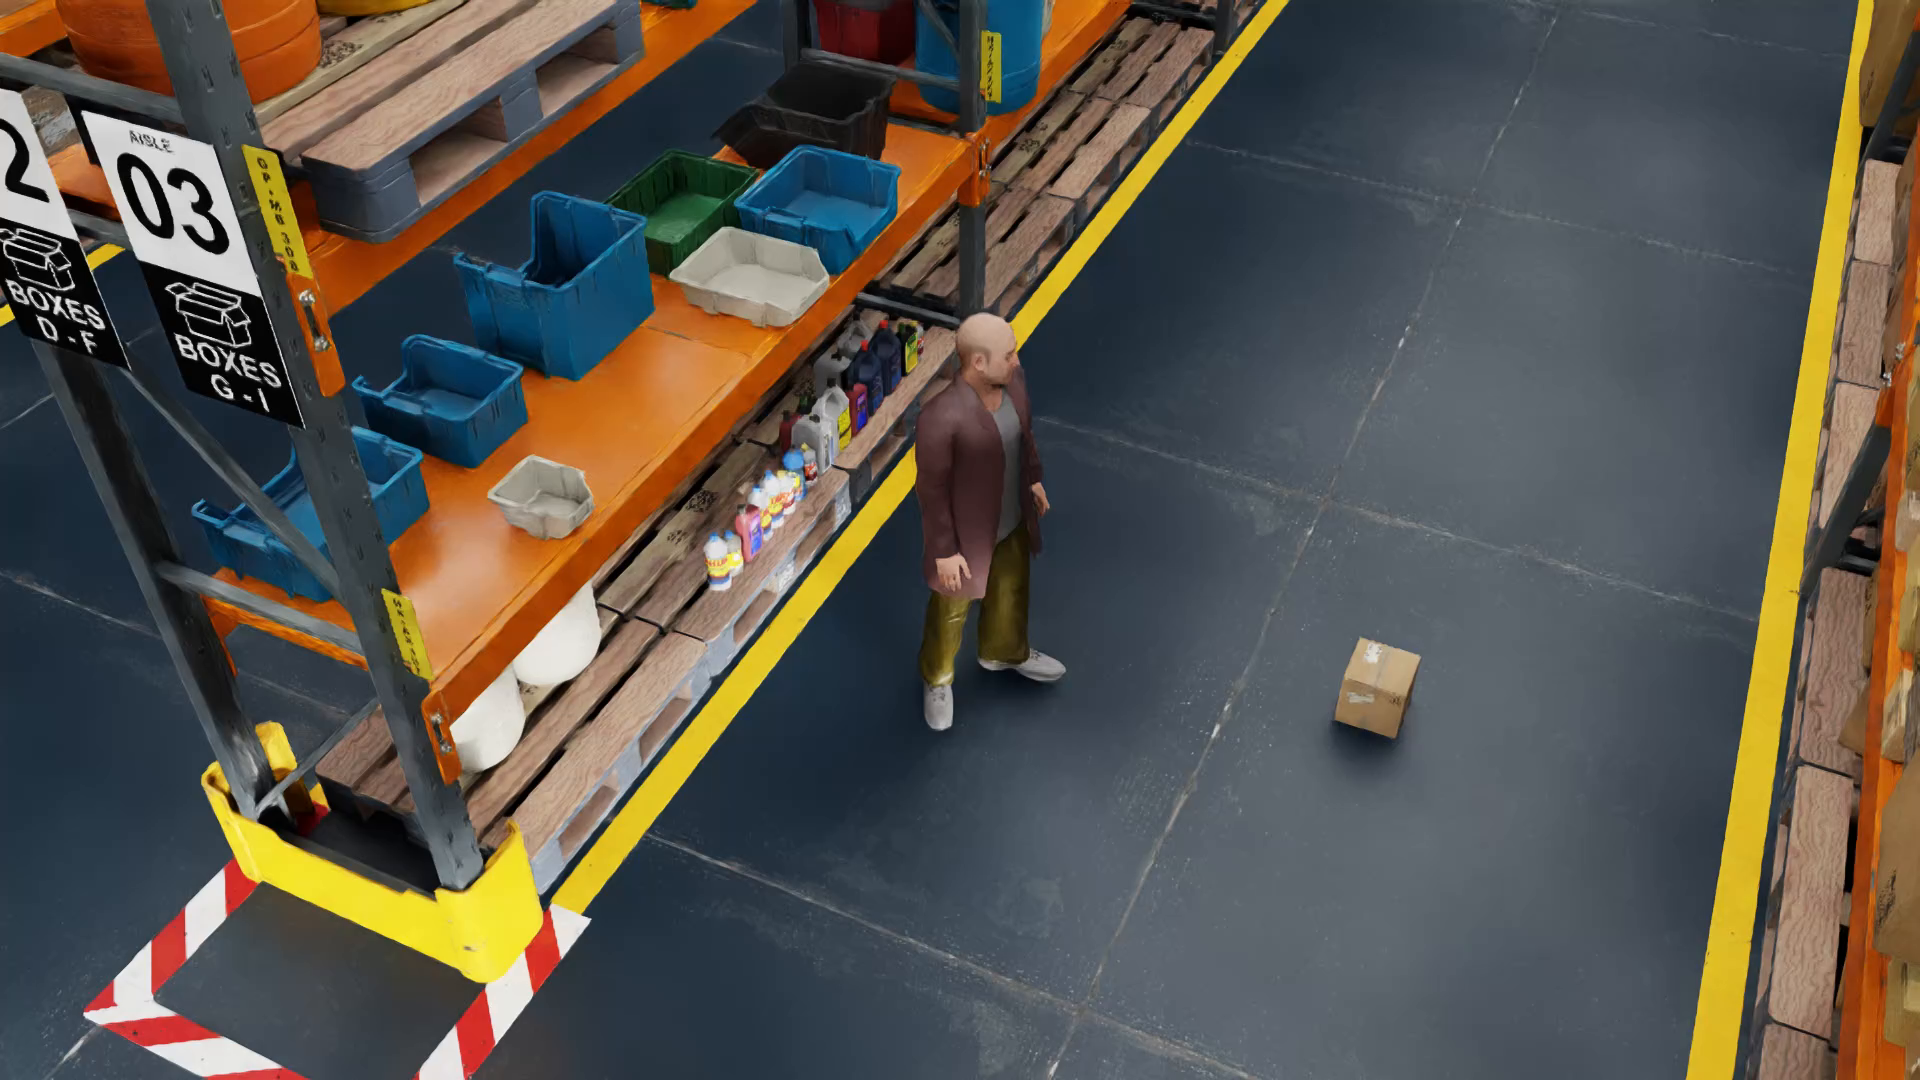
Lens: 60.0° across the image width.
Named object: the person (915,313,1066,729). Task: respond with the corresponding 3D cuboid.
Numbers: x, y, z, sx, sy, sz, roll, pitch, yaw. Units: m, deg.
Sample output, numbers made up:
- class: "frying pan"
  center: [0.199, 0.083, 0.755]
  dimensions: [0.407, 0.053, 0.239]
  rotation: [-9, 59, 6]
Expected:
- class: "person"
  center: [0.097, -0.077, 6.215]
  dimensions: [0.466, 1.783, 0.660]
  rotation: [31, 50, 30]
